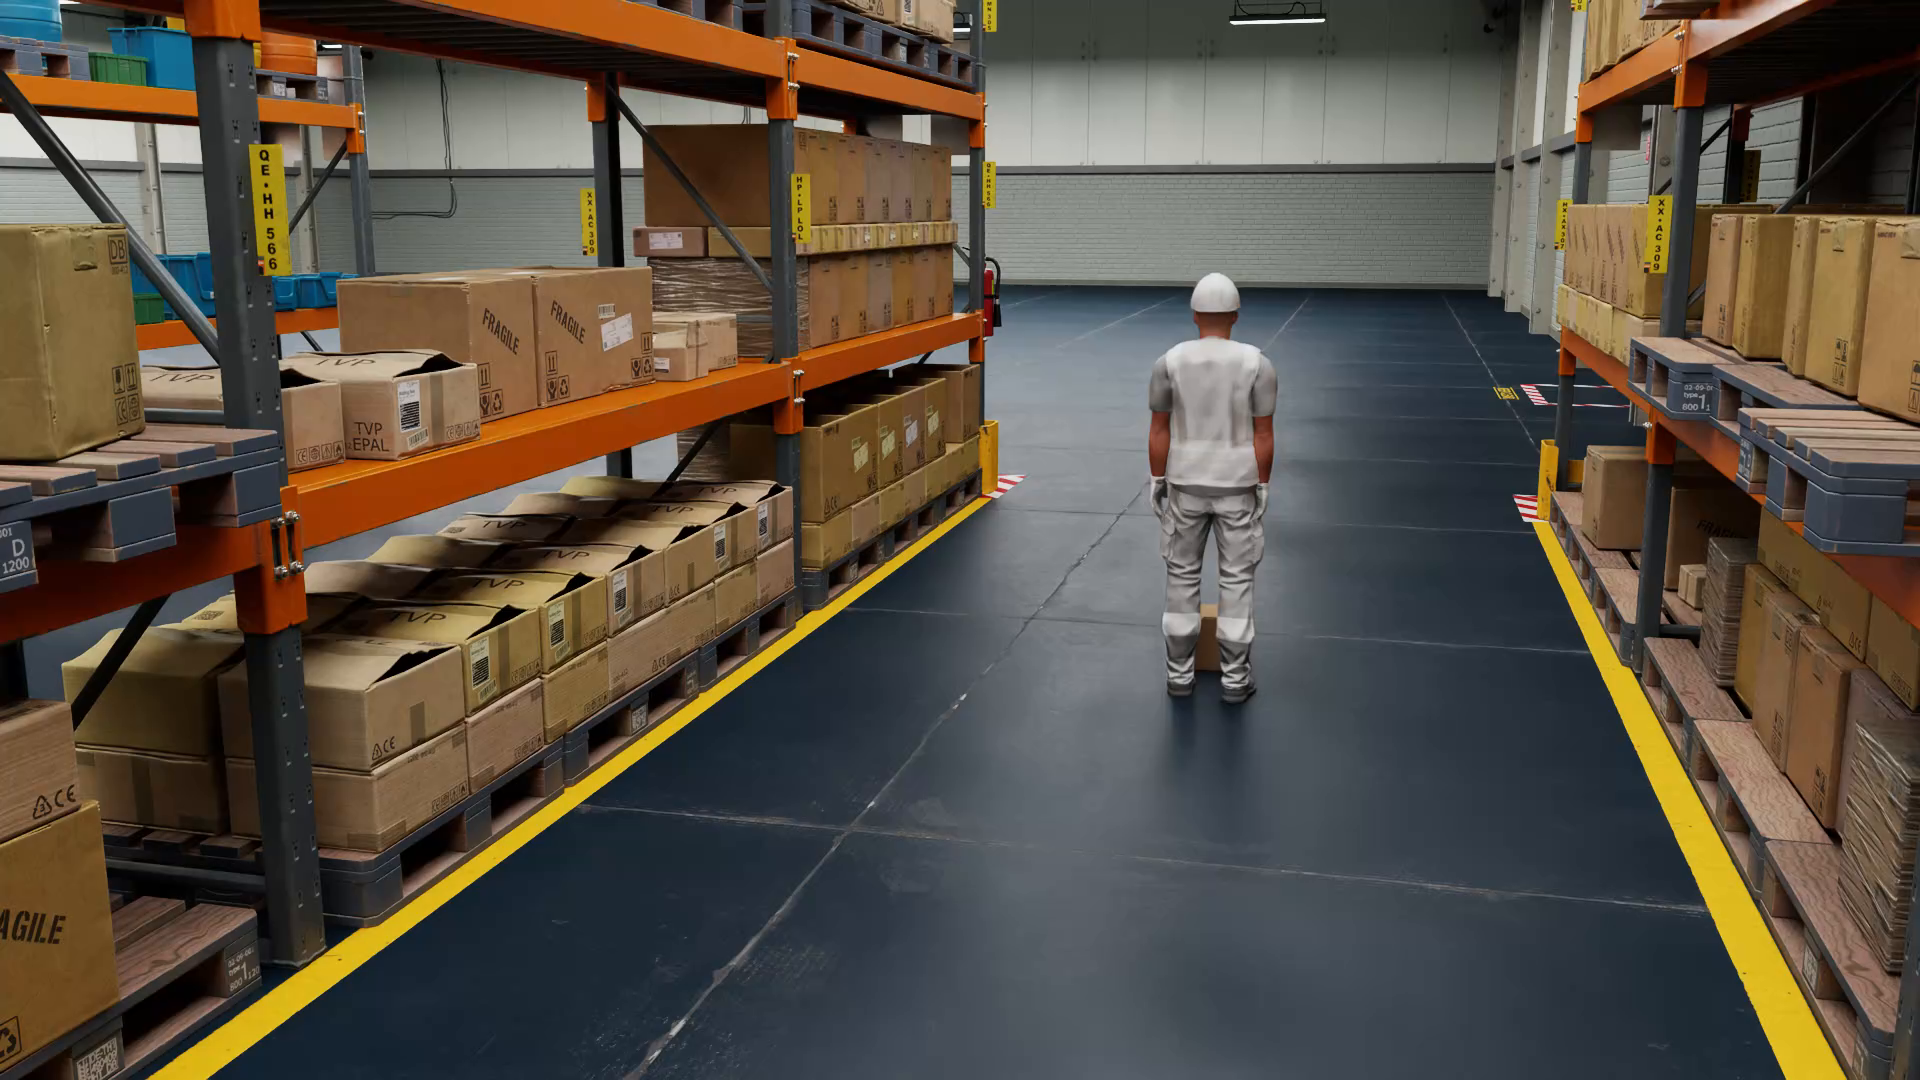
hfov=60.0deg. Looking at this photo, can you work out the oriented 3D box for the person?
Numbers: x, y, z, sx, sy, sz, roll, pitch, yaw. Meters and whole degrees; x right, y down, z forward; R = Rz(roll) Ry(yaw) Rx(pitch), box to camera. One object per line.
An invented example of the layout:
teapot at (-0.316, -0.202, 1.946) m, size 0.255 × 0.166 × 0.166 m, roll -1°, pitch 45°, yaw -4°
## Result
person at (1.054, -0.218, 6.976) m, size 0.524 × 1.788 × 0.358 m, roll 3°, pitch 12°, yaw 15°
